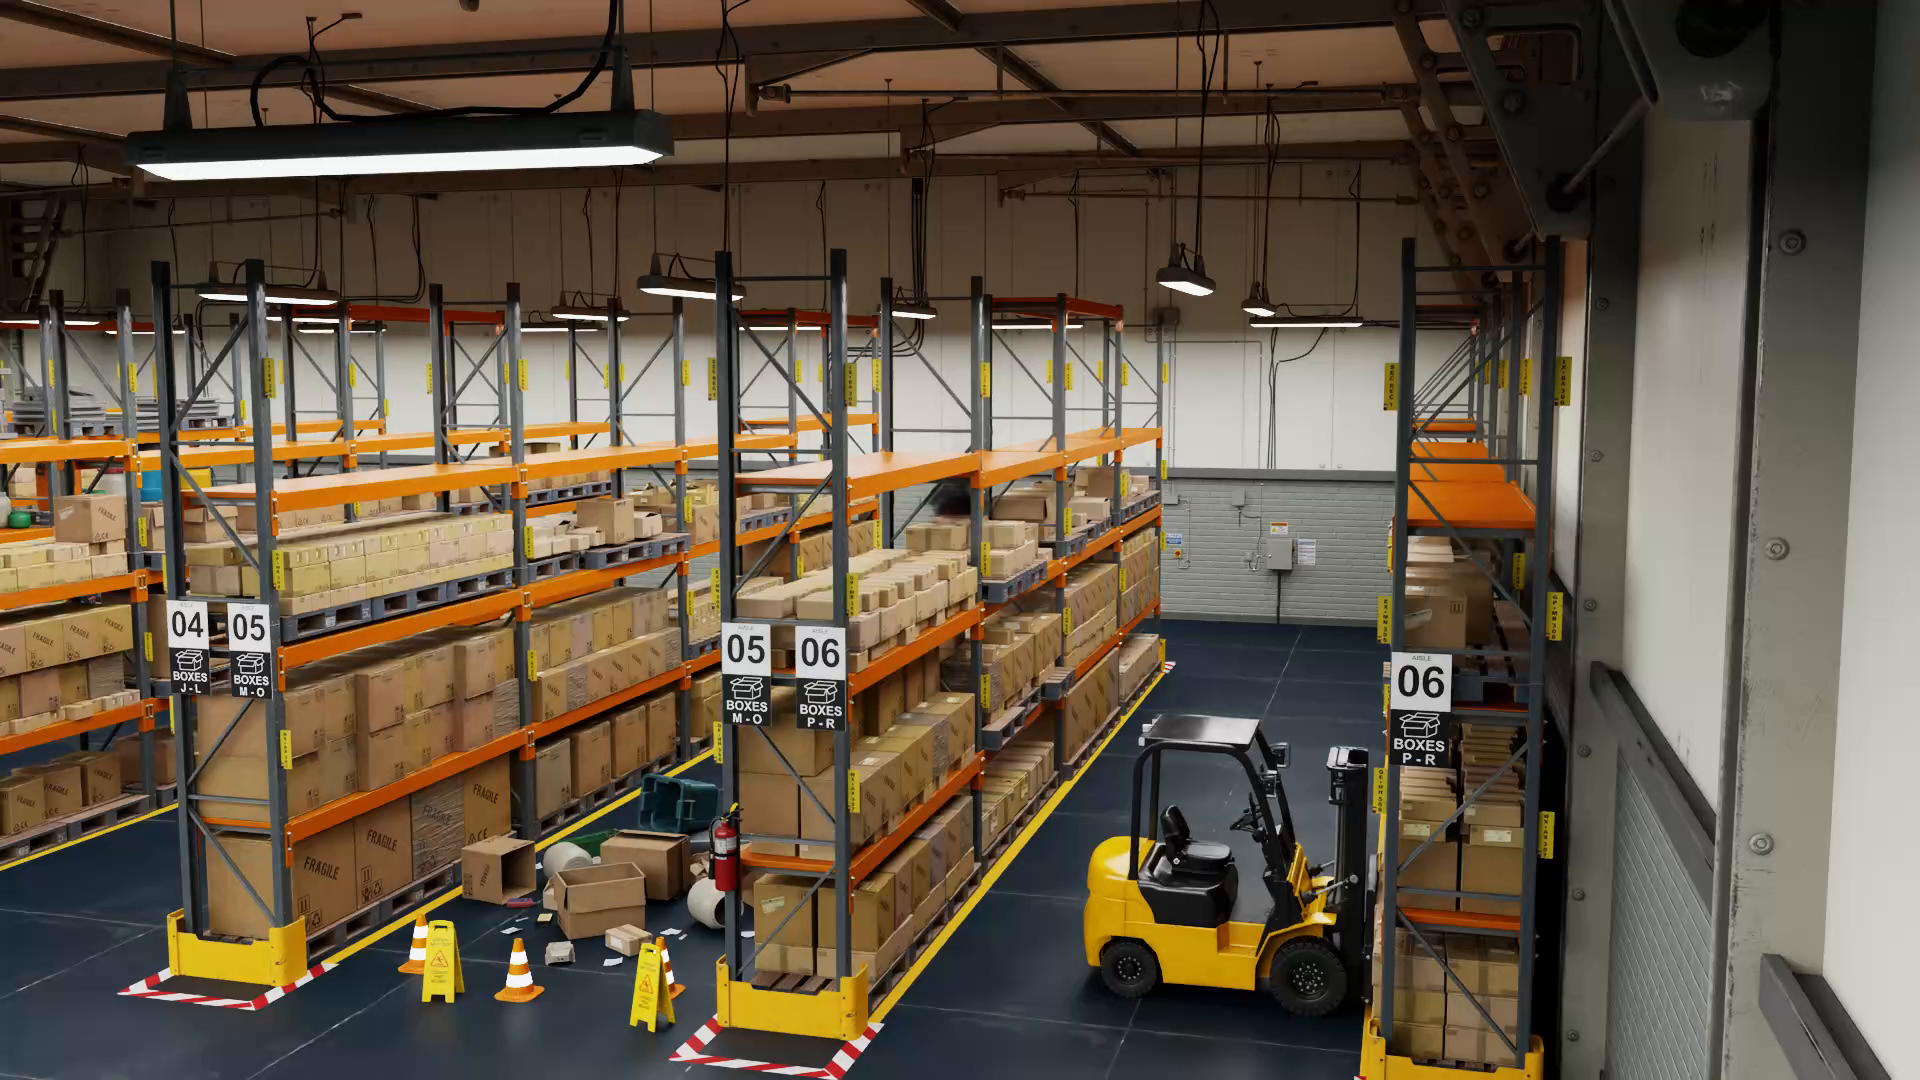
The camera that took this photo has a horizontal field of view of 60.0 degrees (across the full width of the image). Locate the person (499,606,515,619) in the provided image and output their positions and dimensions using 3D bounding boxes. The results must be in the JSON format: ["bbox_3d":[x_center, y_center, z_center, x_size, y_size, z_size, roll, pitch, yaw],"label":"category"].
[{"bbox_3d":[-6.519,1.706,24.455,0.674,1.824,0.717,1,6,11],"label":"person"}]

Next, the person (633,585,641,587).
[{"bbox_3d":[-4.910,1.595,25.314,0.676,1.834,0.905,1,6,12],"label":"person"}]
